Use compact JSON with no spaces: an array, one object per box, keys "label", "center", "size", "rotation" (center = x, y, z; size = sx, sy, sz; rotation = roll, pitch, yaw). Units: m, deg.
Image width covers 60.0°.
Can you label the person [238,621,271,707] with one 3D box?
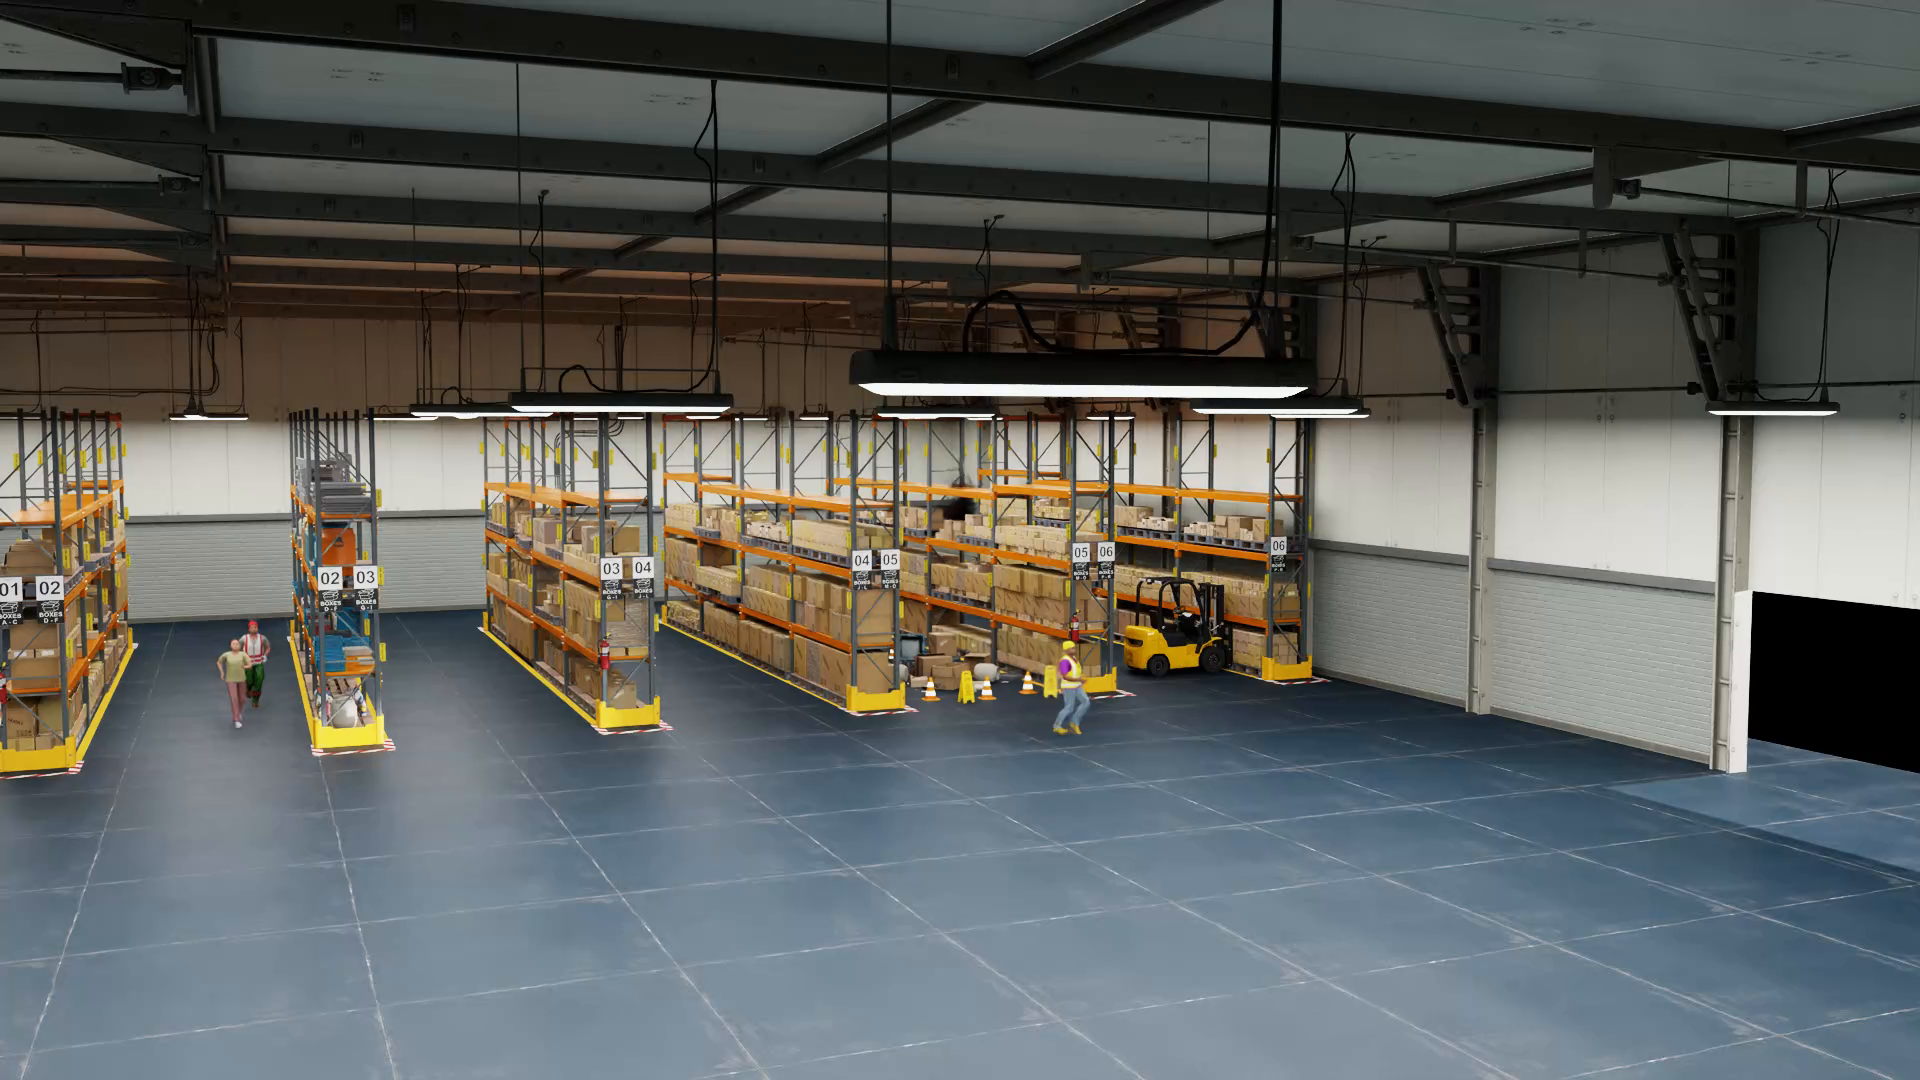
[{"label":"person","center":[-14.293,2.503,33.669],"size":[0.659,1.739,0.601],"rotation":[-2,4,-27]}]

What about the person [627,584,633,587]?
[{"label":"person","center":[-9.544,1.586,47.962],"size":[0.601,1.590,0.569],"rotation":[2,4,22]}]

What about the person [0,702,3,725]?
[{"label":"person","center":[-15.458,3.001,26.340],"size":[0.644,1.711,0.713],"rotation":[1,4,19]}]

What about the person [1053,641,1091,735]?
[{"label":"person","center":[2.057,2.722,30.566],"size":[0.700,1.766,0.709],"rotation":[2,4,26]}]

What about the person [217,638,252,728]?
[{"label":"person","center":[-13.683,2.668,31.432],"size":[0.580,1.649,0.964],"rotation":[-3,5,-33]}]
